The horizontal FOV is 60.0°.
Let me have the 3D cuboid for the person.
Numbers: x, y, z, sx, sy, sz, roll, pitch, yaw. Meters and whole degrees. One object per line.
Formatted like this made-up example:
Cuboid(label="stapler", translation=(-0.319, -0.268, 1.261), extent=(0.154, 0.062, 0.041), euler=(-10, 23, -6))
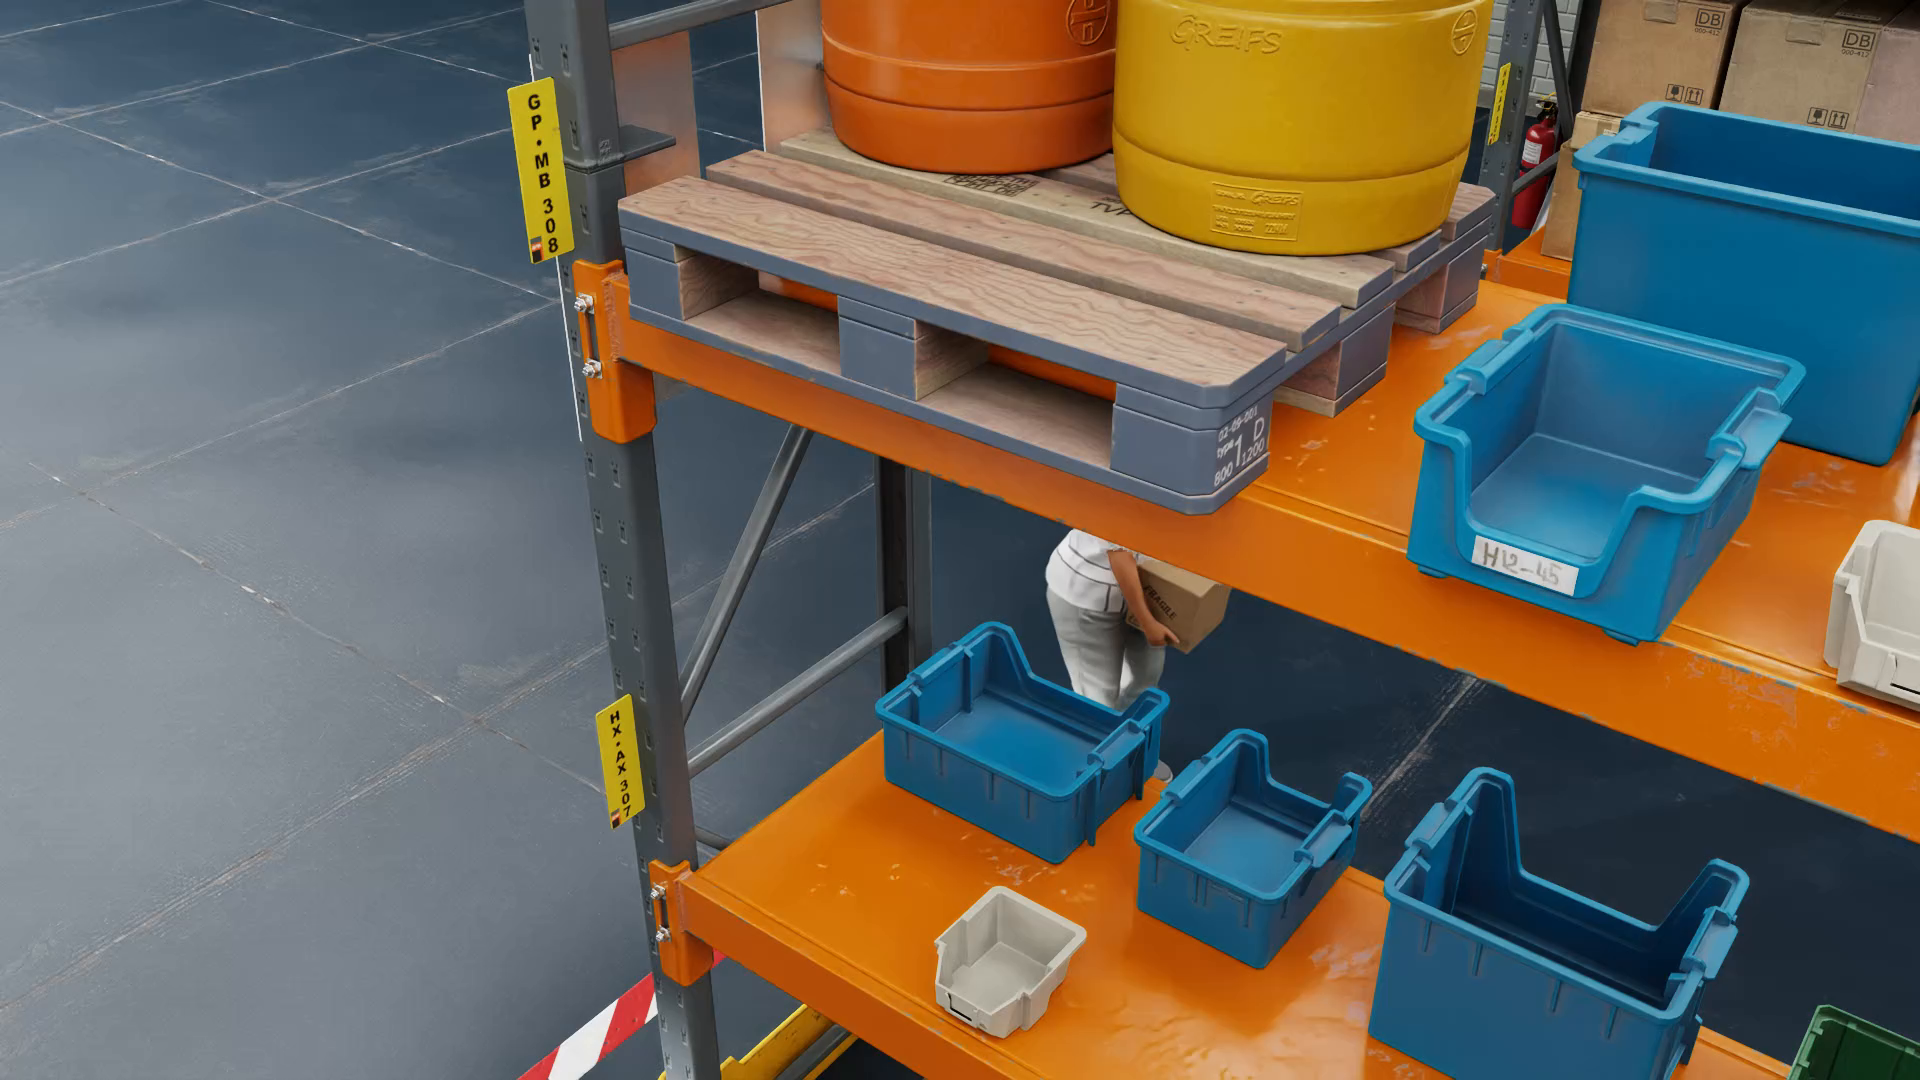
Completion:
Cuboid(label="person", translation=(0.592, 0.205, 5.805), extent=(0.559, 1.660, 0.452), euler=(21, 37, 30))
